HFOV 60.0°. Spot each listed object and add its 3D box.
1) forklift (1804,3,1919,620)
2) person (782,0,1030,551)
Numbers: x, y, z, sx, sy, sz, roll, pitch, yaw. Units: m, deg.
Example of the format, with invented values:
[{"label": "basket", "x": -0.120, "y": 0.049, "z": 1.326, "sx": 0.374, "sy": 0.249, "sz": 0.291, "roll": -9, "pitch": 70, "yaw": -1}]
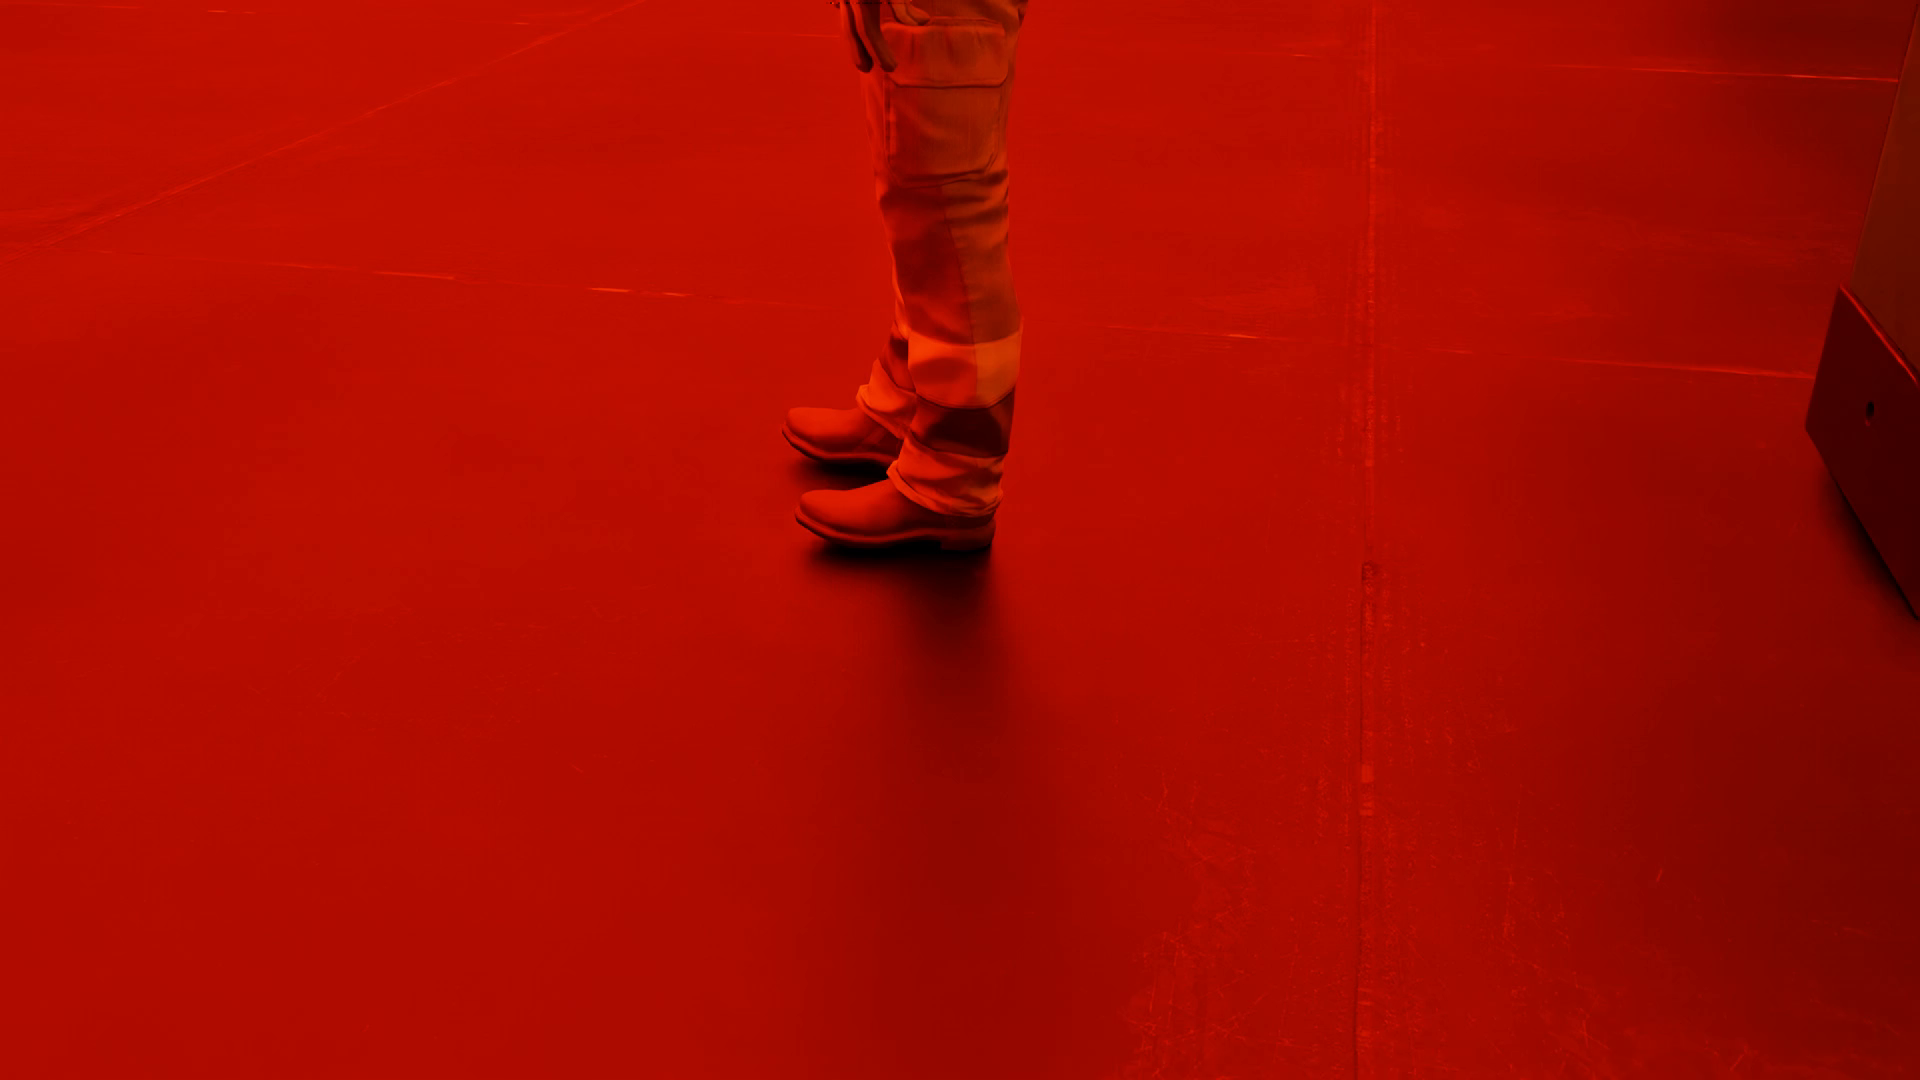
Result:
[{"label": "forklift", "x": 2.758, "y": -1.091, "z": 1.408, "sx": 3.031, "sy": 2.935, "sz": 1.130, "roll": 6, "pitch": 27, "yaw": 11}, {"label": "person", "x": -0.077, "y": -0.818, "z": 2.119, "sx": 0.562, "sy": 1.789, "sz": 0.638, "roll": 6, "pitch": 27, "yaw": 11}]
